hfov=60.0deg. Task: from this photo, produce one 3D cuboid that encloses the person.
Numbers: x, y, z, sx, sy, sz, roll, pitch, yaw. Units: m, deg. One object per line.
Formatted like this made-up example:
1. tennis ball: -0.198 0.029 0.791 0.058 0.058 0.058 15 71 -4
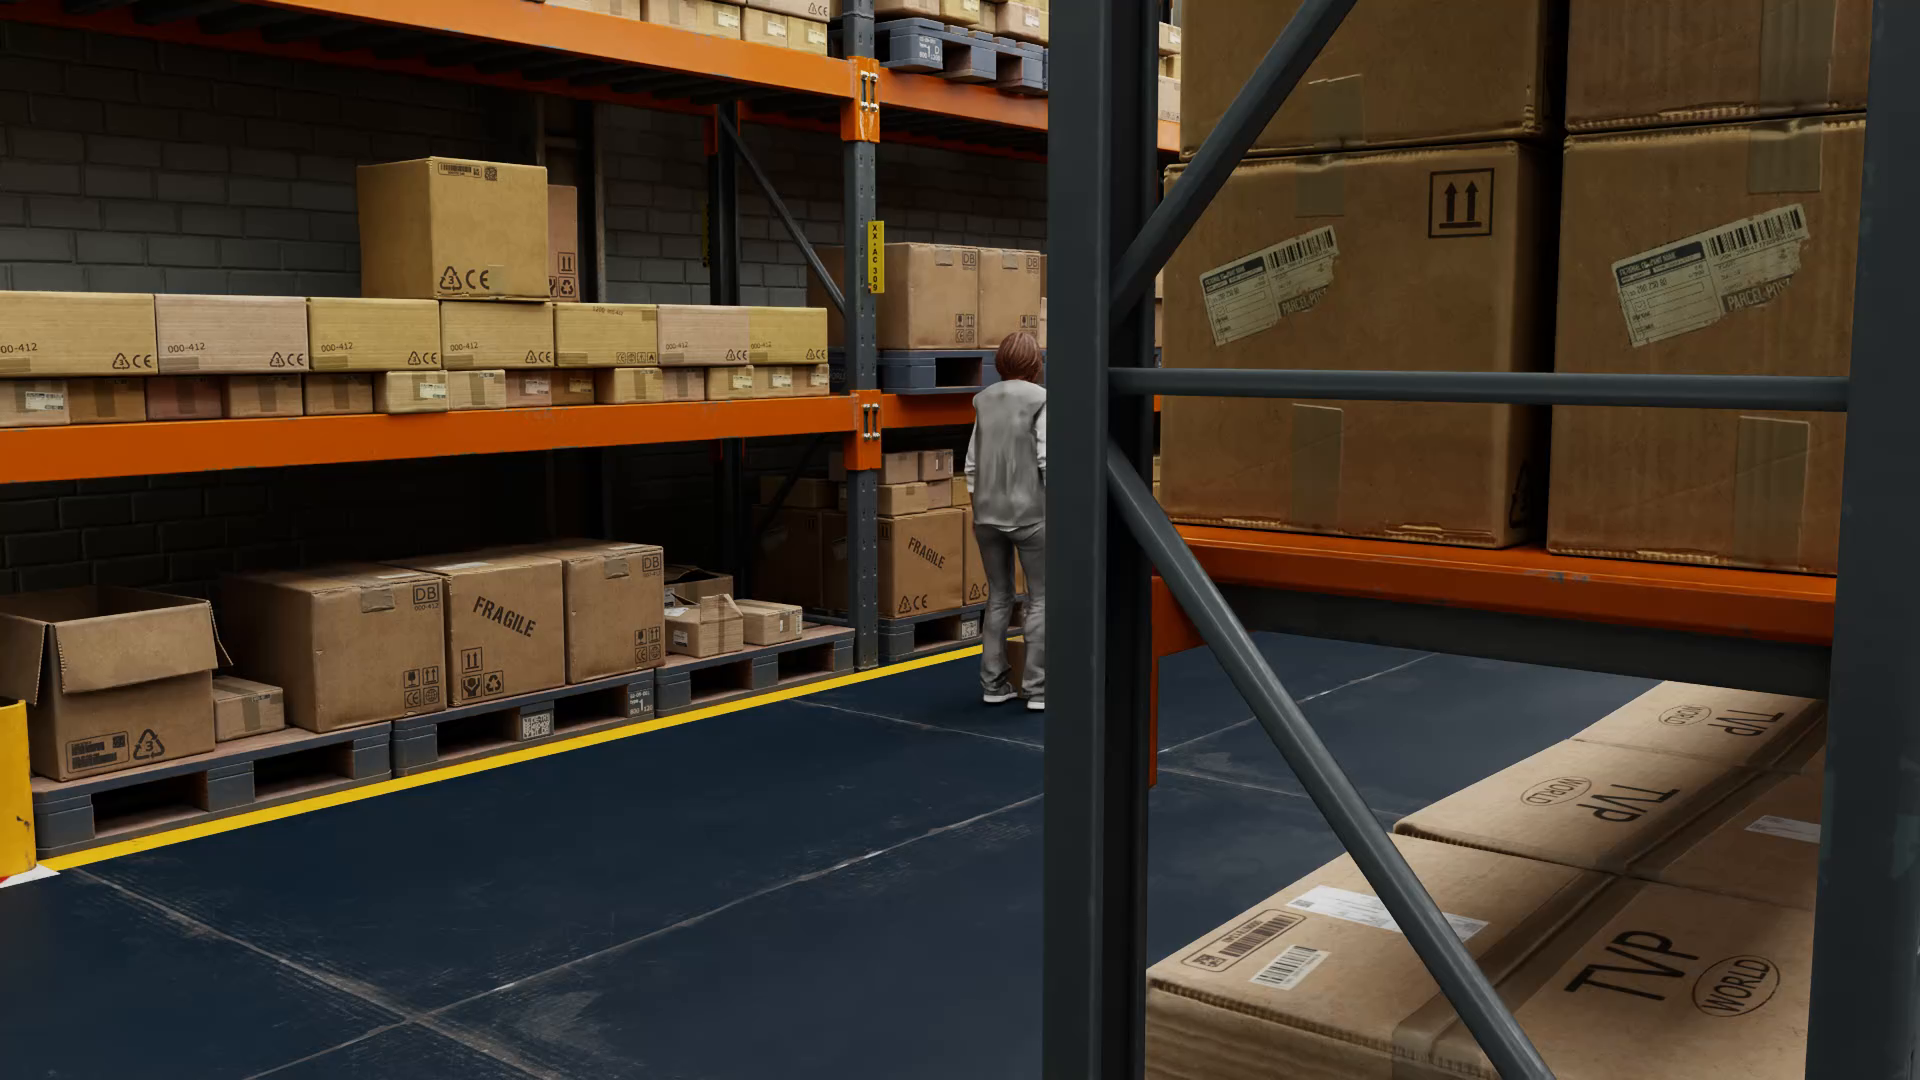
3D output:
1. person: 0.242 -0.082 7.059 0.473 1.590 0.351 4 8 33
